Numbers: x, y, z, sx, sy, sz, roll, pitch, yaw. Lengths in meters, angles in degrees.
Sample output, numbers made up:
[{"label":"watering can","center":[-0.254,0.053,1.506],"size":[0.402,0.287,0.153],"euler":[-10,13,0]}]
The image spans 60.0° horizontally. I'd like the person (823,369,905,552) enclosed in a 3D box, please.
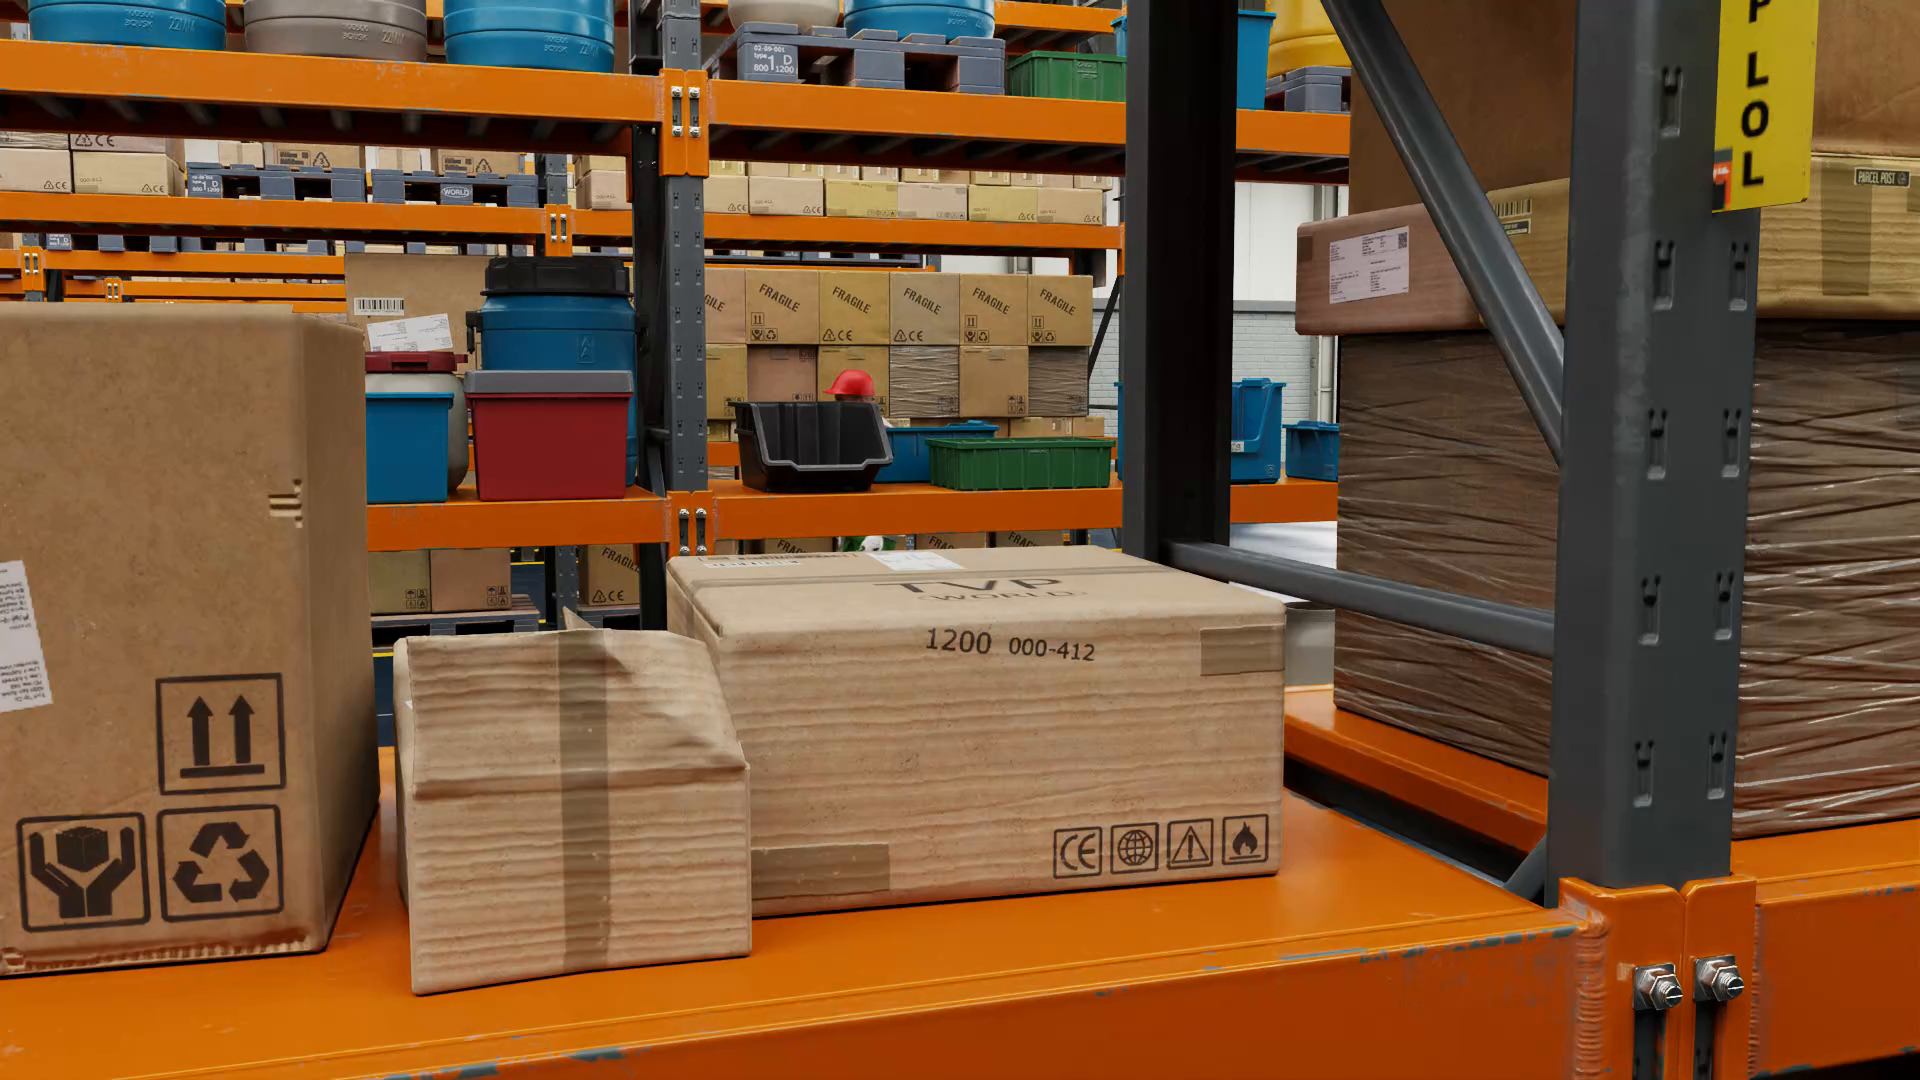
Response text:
[{"label":"person","center":[-0.517,-0.024,8.944],"size":[0.453,1.778,0.606],"euler":[-2,6,-19]}]
